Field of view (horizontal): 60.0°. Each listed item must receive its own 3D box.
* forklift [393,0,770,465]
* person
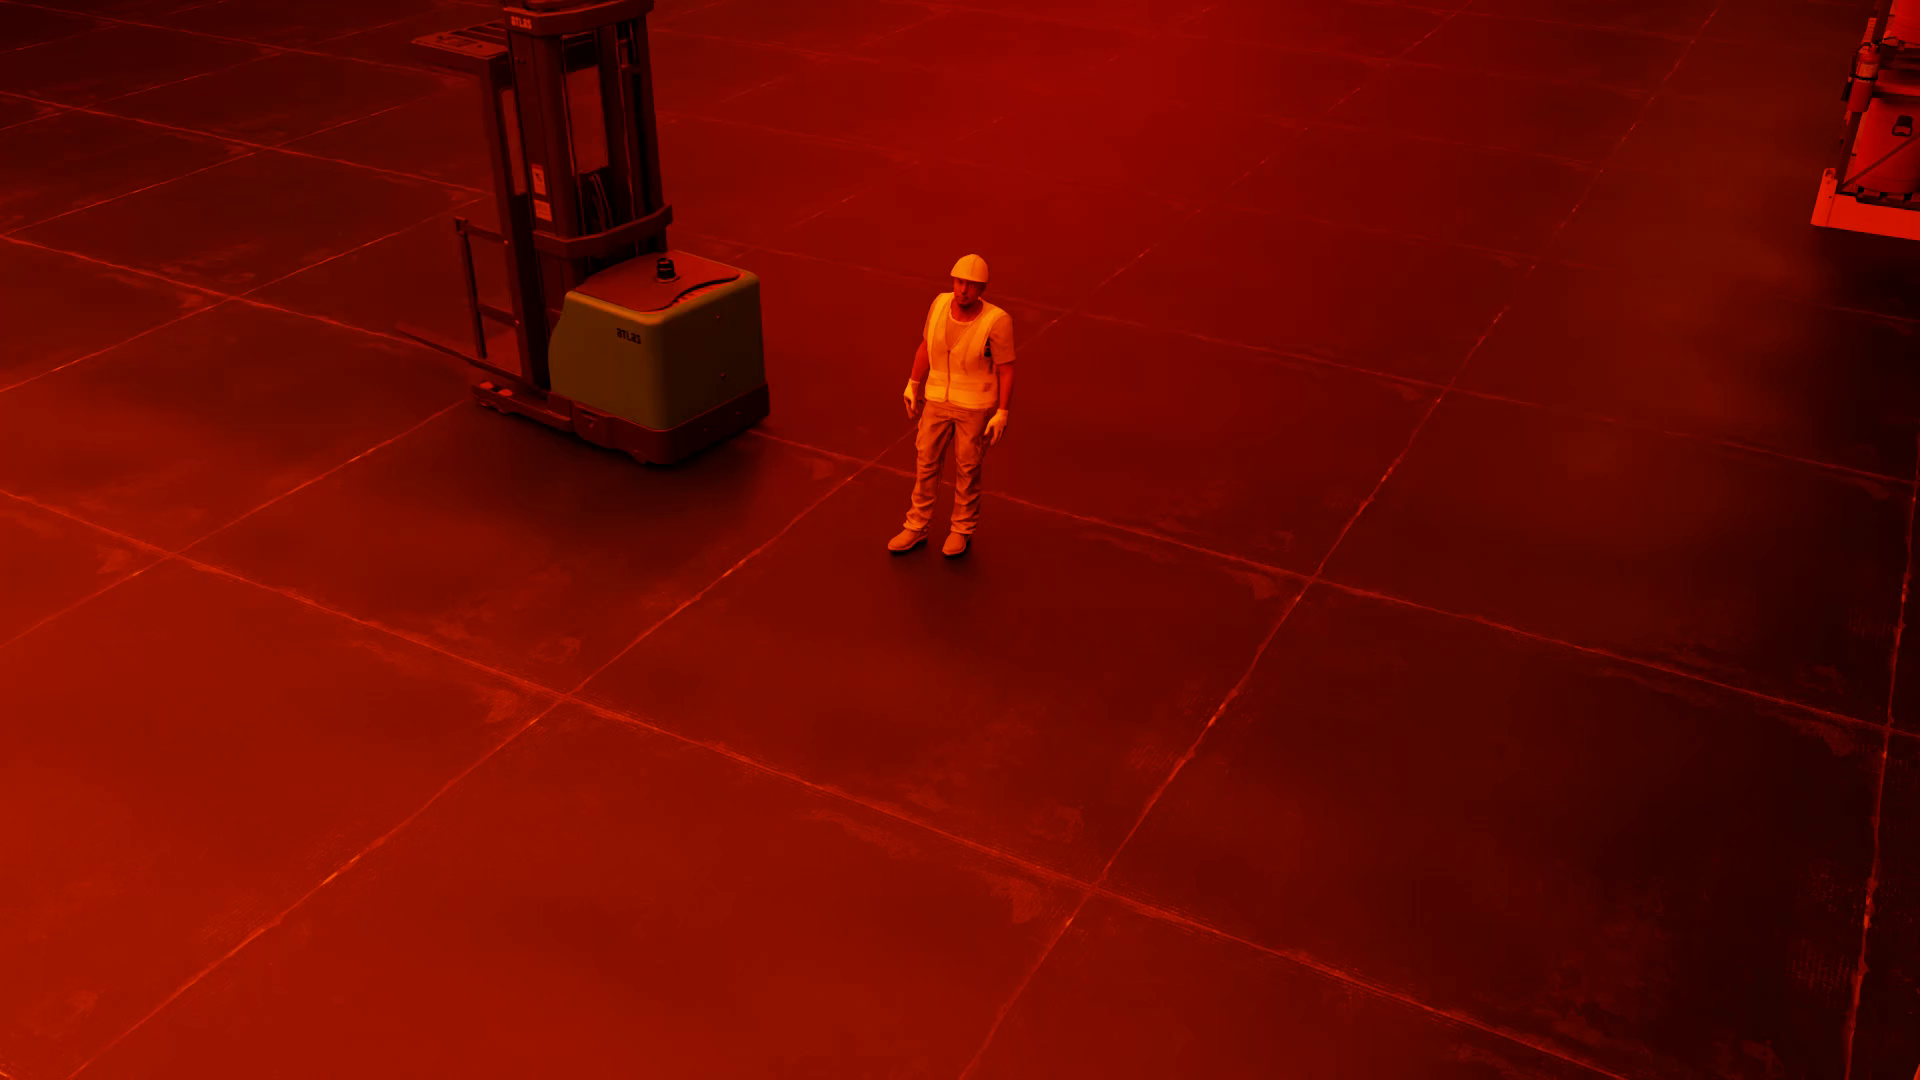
[{"bbox_3d":[-2.783,-2.335,11.117,3.031,2.935,1.130,21,36,31],"label":"forklift"},{"bbox_3d":[-0.042,-0.749,9.502,0.657,1.785,0.575,15,33,25],"label":"person"}]
